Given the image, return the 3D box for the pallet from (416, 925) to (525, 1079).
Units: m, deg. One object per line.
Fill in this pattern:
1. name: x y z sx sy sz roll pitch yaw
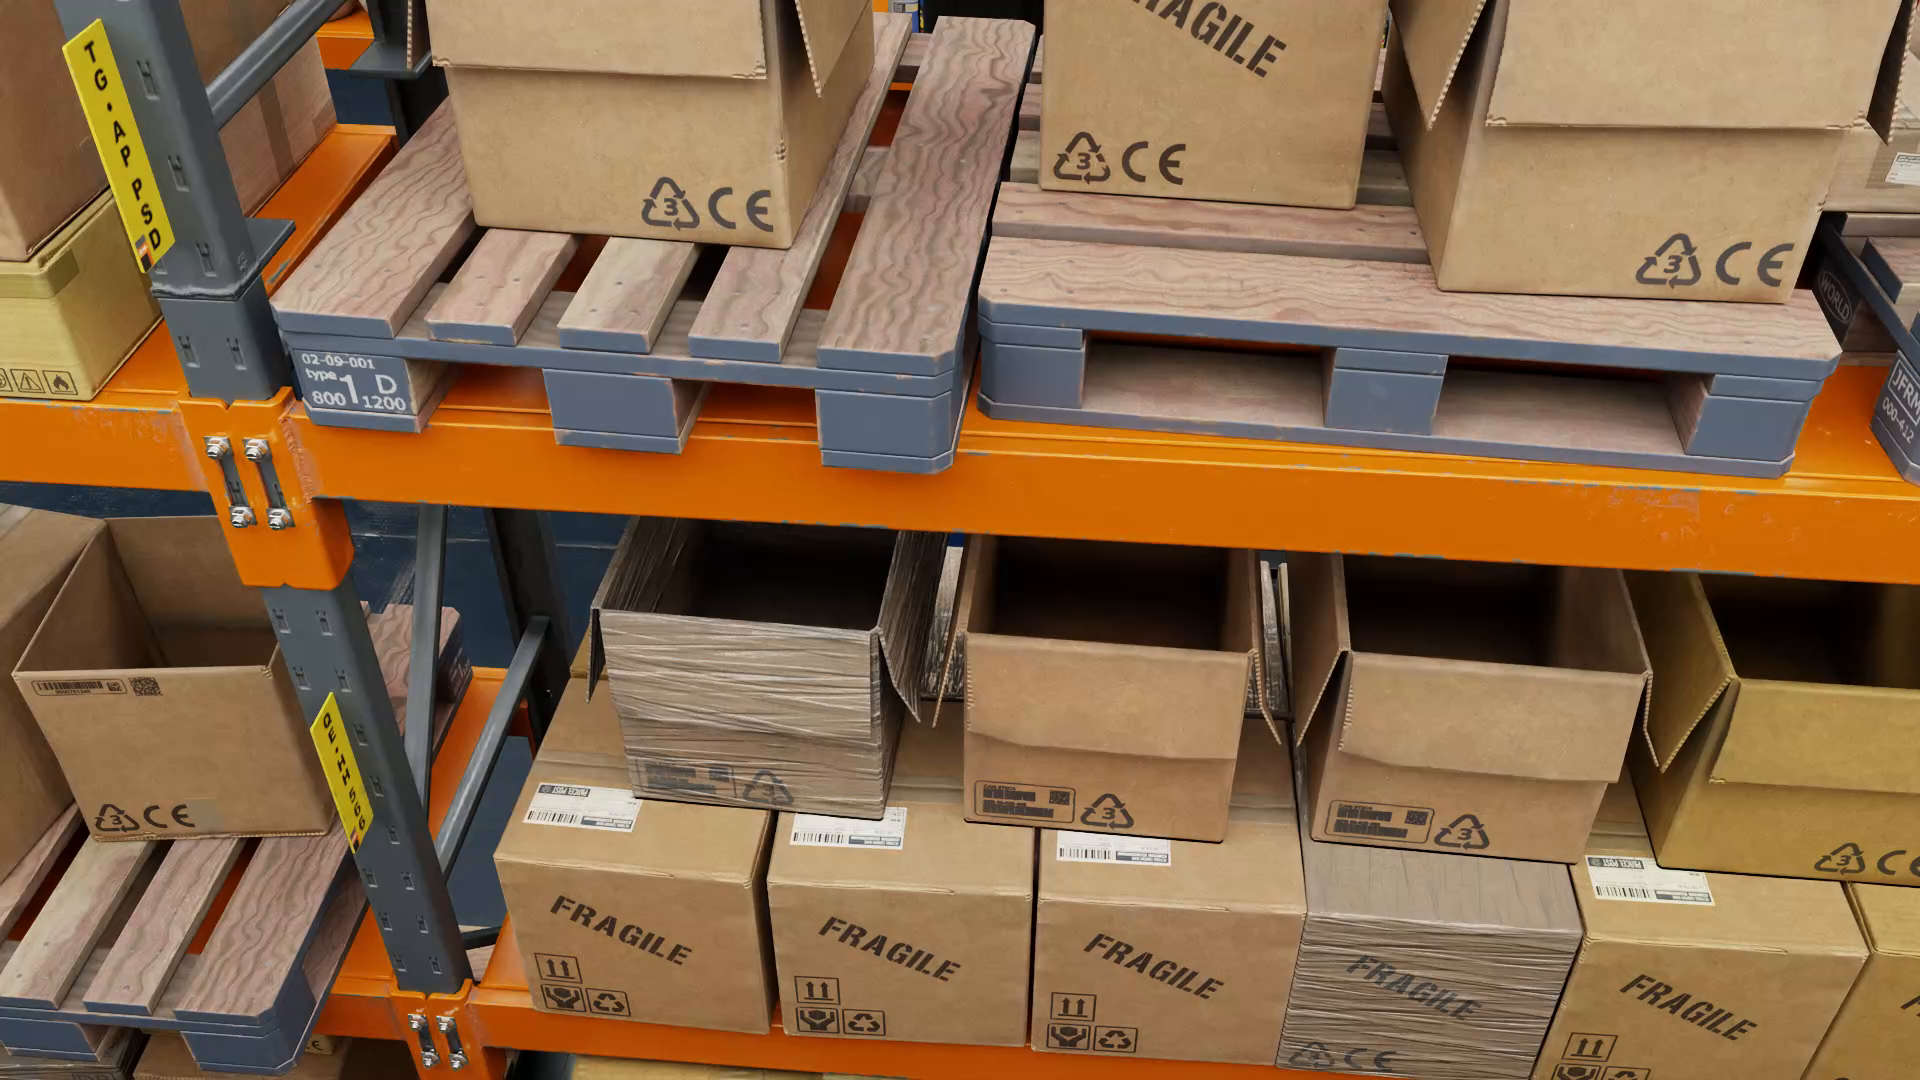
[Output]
1. pallet: -1.853 1.536 4.695 1.213 0.211 1.003 3 39 4

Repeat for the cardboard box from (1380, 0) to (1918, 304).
1. cardboard box: 0.963 -0.770 2.529 0.637 0.503 0.797 3 39 3

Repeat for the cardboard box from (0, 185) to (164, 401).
1. cardboard box: -1.569 -0.479 2.704 0.500 0.250 0.500 3 39 4

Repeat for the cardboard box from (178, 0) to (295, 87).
1. cardboard box: -1.520 -1.085 2.856 0.500 0.500 0.500 3 39 4

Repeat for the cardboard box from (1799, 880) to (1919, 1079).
1. cardboard box: 1.929 0.792 3.321 0.500 0.500 0.500 4 39 5

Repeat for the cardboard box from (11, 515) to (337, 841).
1. cardboard box: -1.616 0.292 3.603 0.500 0.500 0.500 -1 39 -2

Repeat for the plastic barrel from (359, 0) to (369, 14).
1. plastic barrel: -2.536 -2.634 7.502 0.433 0.535 0.433 0 39 0

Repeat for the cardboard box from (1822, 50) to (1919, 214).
1. cardboard box: 1.440 -0.688 2.709 0.250 0.149 0.380 2 39 2

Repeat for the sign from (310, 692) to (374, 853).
1. sign: -1.112 0.422 3.001 0.005 0.325 0.100 3 39 4

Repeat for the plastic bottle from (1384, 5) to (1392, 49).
1. plastic bottle: 1.917 -2.224 7.204 0.135 0.276 0.152 3 39 4

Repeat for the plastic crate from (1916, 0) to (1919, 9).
1. plastic crate: 4.206 -2.241 7.028 0.583 0.464 0.402 3 39 4

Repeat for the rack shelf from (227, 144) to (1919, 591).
1. rack shelf: 0.918 -0.277 2.908 4.000 0.370 1.077 3 39 4

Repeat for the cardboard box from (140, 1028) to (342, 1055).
1. cardboard box: -1.745 0.989 4.197 0.500 0.250 0.500 5 39 6

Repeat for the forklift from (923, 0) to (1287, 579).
1. forklift: 0.628 -1.104 5.784 3.031 2.935 1.130 3 39 4

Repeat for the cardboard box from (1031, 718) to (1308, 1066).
1. cardboard box: 0.411 0.709 3.423 0.500 0.500 0.500 2 39 3

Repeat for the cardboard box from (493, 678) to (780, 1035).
1. cardboard box: -0.614 0.657 3.487 0.500 0.500 0.500 4 39 5

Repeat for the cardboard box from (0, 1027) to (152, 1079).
1. cardboard box: -2.297 1.251 4.469 0.500 0.500 0.700 0 39 0

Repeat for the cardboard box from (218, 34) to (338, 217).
1. cardboard box: -1.521 -0.793 3.090 0.500 0.250 0.500 4 39 5

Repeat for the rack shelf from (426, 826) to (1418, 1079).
1. rack shelf: 0.918 0.886 3.855 4.000 0.370 1.077 3 39 4

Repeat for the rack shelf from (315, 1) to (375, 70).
1. rack shelf: -2.640 -2.447 7.950 4.000 0.370 1.077 3 39 4

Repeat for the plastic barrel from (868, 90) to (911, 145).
1. plastic barrel: -0.158 -1.922 8.122 0.708 0.830 0.600 3 39 4

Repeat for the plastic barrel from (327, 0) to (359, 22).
1. plastic barrel: -2.967 -2.657 7.531 0.433 0.535 0.433 0 39 0

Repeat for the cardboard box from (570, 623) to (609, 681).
1. cardboard box: -0.561 0.331 3.889 0.500 0.500 0.500 4 39 5

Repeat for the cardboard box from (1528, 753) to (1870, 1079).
1. cardboard box: 1.408 0.768 3.351 0.500 0.500 0.500 3 39 3

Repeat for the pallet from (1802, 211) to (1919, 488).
1. pallet: 1.993 -0.392 2.631 1.217 0.209 0.805 2 39 2

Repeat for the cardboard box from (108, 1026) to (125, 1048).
1. cardboard box: -2.274 0.966 4.224 0.500 0.250 0.500 7 40 9

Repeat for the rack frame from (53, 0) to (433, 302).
1. rack frame: -1.074 -1.828 1.868 0.127 3.000 1.000 3 39 4

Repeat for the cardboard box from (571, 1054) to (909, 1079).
1. cardboard box: -0.389 1.210 4.238 0.875 0.875 1.225 1 39 2

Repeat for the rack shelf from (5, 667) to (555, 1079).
1. rack shelf: -3.067 0.668 4.123 4.000 0.370 1.077 3 39 4

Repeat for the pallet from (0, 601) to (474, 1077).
1. pallet: -1.794 0.601 3.788 1.003 0.211 1.213 3 39 4

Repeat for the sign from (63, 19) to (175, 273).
1. sign: -1.123 -0.524 2.232 0.005 0.325 0.100 3 39 4

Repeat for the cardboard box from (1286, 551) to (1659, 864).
1. cardboard box: 0.970 0.190 3.266 0.637 0.503 0.797 4 39 5

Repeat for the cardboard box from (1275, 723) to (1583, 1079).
1. cardboard box: 0.909 0.738 3.388 0.500 0.500 0.500 3 39 4

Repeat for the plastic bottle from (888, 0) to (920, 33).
1. plastic bottle: -0.244 -2.342 7.349 0.135 0.276 0.152 3 39 4

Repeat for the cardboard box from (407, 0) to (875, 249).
1. cardboard box: -0.460 -0.880 2.664 0.637 0.503 0.797 5 39 6

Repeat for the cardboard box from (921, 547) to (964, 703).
1. cardboard box: -0.065 0.361 3.851 0.500 0.500 0.500 3 39 3

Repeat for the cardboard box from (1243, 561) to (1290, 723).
1. cardboard box: 0.452 0.388 3.818 0.500 0.500 0.500 2 39 2

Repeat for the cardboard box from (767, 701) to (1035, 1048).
1. cardboard box: -0.100 0.684 3.455 0.500 0.500 0.500 2 39 3

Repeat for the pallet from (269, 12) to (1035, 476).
1. pallet: -0.428 -0.590 2.872 1.003 0.211 1.213 5 39 6

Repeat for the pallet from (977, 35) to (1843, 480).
1. pallet: 0.686 -0.531 2.800 1.213 0.211 1.003 5 39 6

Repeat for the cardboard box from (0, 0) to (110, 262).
1. cardboard box: -1.571 -0.766 2.464 0.500 0.500 0.500 4 39 5

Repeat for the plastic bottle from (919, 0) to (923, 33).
1. plastic bottle: -0.131 -2.316 7.322 0.097 0.271 0.097 0 39 0

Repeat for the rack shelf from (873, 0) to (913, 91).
1. rack shelf: 1.345 -2.229 7.682 4.000 0.370 1.077 3 39 4

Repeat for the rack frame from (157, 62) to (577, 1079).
1. rack frame: -1.074 0.498 3.762 0.127 3.000 1.000 3 39 4

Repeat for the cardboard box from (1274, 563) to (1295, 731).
1. cardboard box: 0.959 0.416 3.784 0.500 0.500 0.500 4 39 5

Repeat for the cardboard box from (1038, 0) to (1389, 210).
1. cardboard box: 0.407 -0.887 2.676 0.500 0.500 0.500 5 39 6

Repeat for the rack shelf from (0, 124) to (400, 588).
1. rack shelf: -3.067 -0.495 3.176 4.000 0.370 1.077 3 39 4

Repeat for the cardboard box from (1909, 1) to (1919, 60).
1. cardboard box: 1.825 -0.692 2.586 0.500 0.311 0.500 2 39 2

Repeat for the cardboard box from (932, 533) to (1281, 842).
1. cardboard box: 0.302 0.158 3.306 0.637 0.503 0.797 4 39 5

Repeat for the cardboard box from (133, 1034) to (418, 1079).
1. cardboard box: -1.744 1.273 4.441 0.500 0.500 0.700 1 39 1

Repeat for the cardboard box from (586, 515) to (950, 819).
1. cardboard box: -0.347 0.120 3.352 0.637 0.503 0.797 4 39 5

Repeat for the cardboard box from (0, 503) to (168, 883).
1. cardboard box: -2.181 0.325 3.563 0.500 0.500 0.700 9 40 10

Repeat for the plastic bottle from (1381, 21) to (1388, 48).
1. plastic bottle: 1.799 -2.184 7.214 0.097 0.201 0.097 0 39 0

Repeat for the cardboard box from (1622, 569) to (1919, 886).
1. cardboard box: 1.591 0.214 3.237 0.637 0.503 0.797 4 39 4
